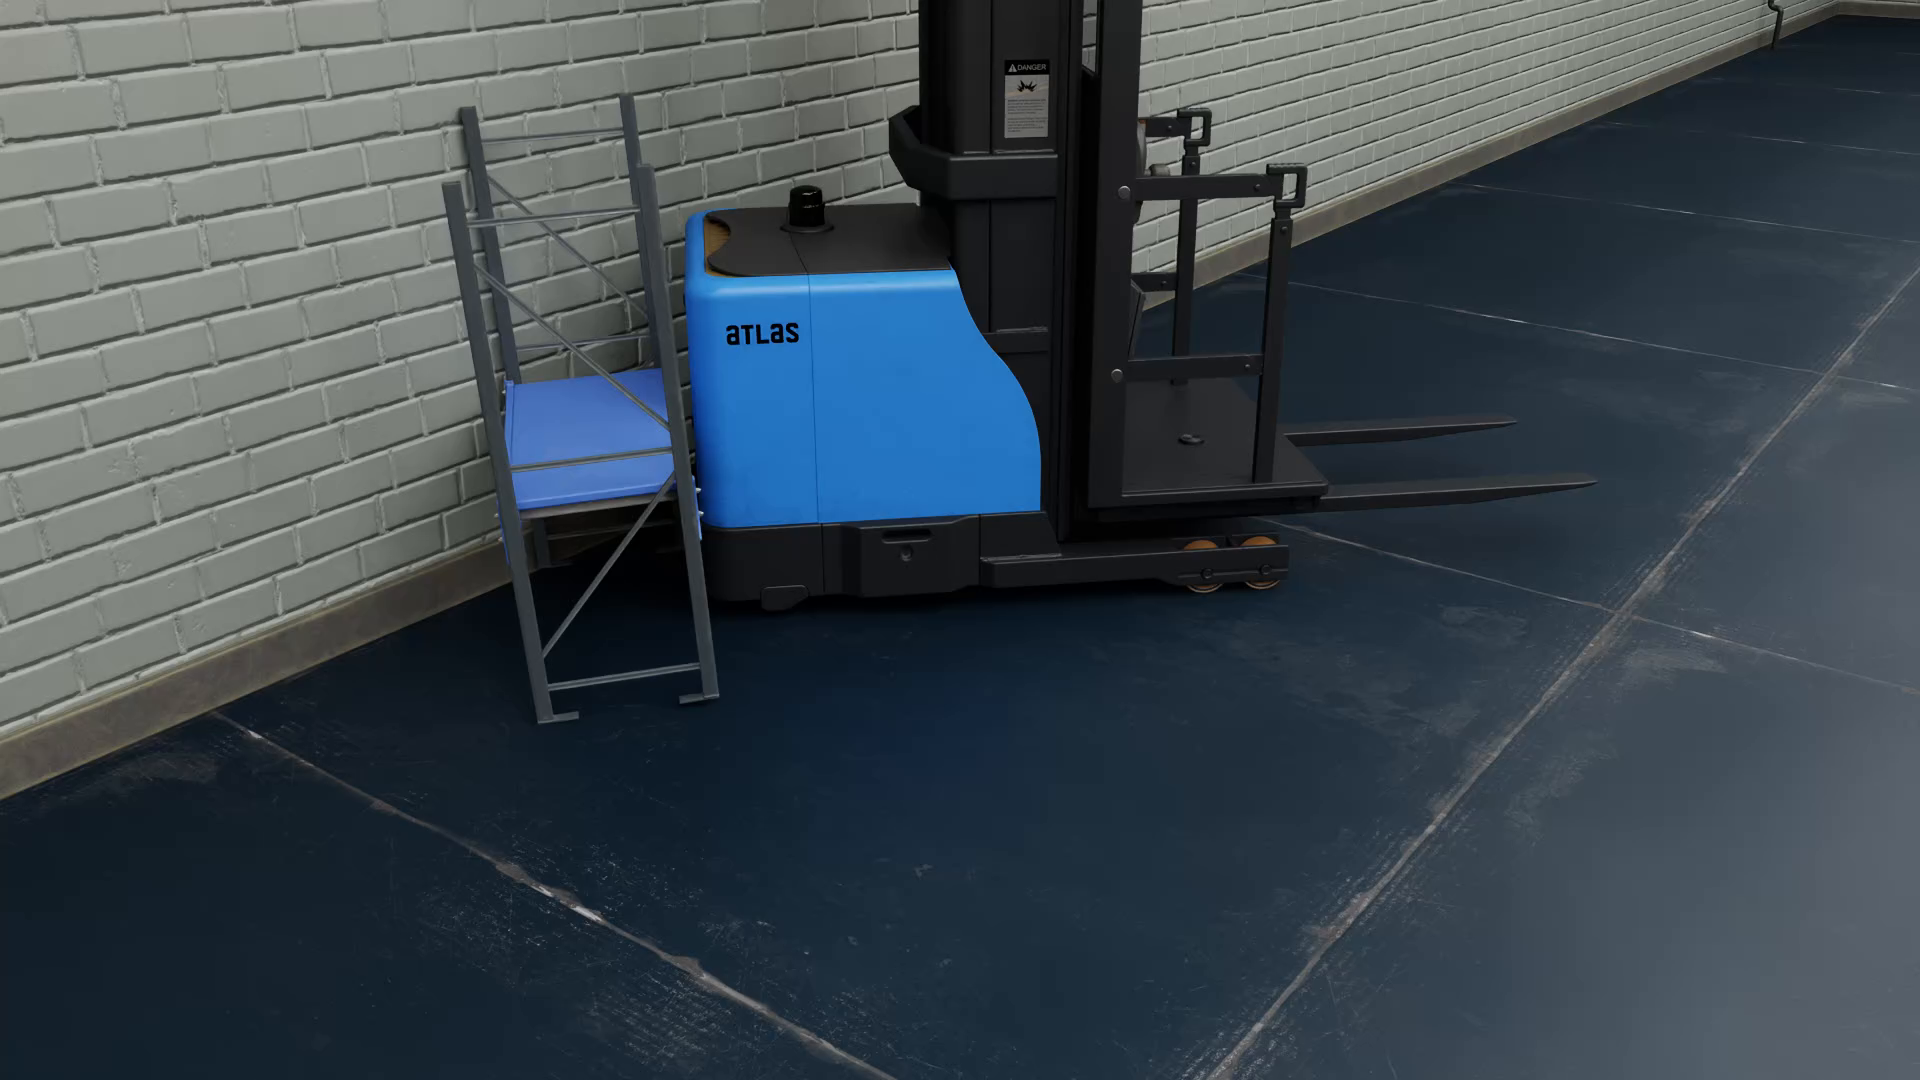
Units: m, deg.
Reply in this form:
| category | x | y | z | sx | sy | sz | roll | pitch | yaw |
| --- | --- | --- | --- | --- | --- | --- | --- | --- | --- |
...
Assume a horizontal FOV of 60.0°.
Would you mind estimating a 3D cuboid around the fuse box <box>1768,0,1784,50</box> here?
| category | x | y | z | sx | sy | sz | roll | pitch | yaw |
| --- | --- | --- | --- | --- | --- | --- | --- | --- | --- |
| fuse box | 8.551 | -5.916 | 17.055 | 0.414 | 1.711 | 0.539 | 17 | 29 | 33 |

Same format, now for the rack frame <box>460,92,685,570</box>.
| category | x | y | z | sx | sy | sz | roll | pitch | yaw |
| --- | --- | --- | --- | --- | --- | --- | --- | --- | --- |
| rack frame | -1.184 | -0.620 | 5.228 | 0.500 | 1.500 | 0.032 | -8 | 26 | -10 |

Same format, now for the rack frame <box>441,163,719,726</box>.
| category | x | y | z | sx | sy | sz | roll | pitch | yaw |
| --- | --- | --- | --- | --- | --- | --- | --- | --- | --- |
| rack frame | -0.958 | -0.206 | 4.328 | 0.500 | 1.500 | 0.032 | -8 | 26 | -10 |

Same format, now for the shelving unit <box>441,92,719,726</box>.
| category | x | y | z | sx | sy | sz | roll | pitch | yaw |
| --- | --- | --- | --- | --- | --- | --- | --- | --- | --- |
| shelving unit | -1.071 | -0.413 | 4.778 | 0.538 | 1.500 | 1.048 | -8 | 26 | -10 |

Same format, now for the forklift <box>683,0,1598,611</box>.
| category | x | y | z | sx | sy | sz | roll | pitch | yaw |
| --- | --- | --- | --- | --- | --- | --- | --- | --- | --- |
| forklift | 0.623 | -1.379 | 5.244 | 3.031 | 2.935 | 1.130 | -3 | 24 | -8 |

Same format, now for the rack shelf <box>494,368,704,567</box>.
| category | x | y | z | sx | sy | sz | roll | pitch | yaw |
| --- | --- | --- | --- | --- | --- | --- | --- | --- | --- |
| rack shelf | -1.063 | -0.250 | 4.855 | 0.538 | 0.185 | 1.000 | -8 | 26 | -10 |
